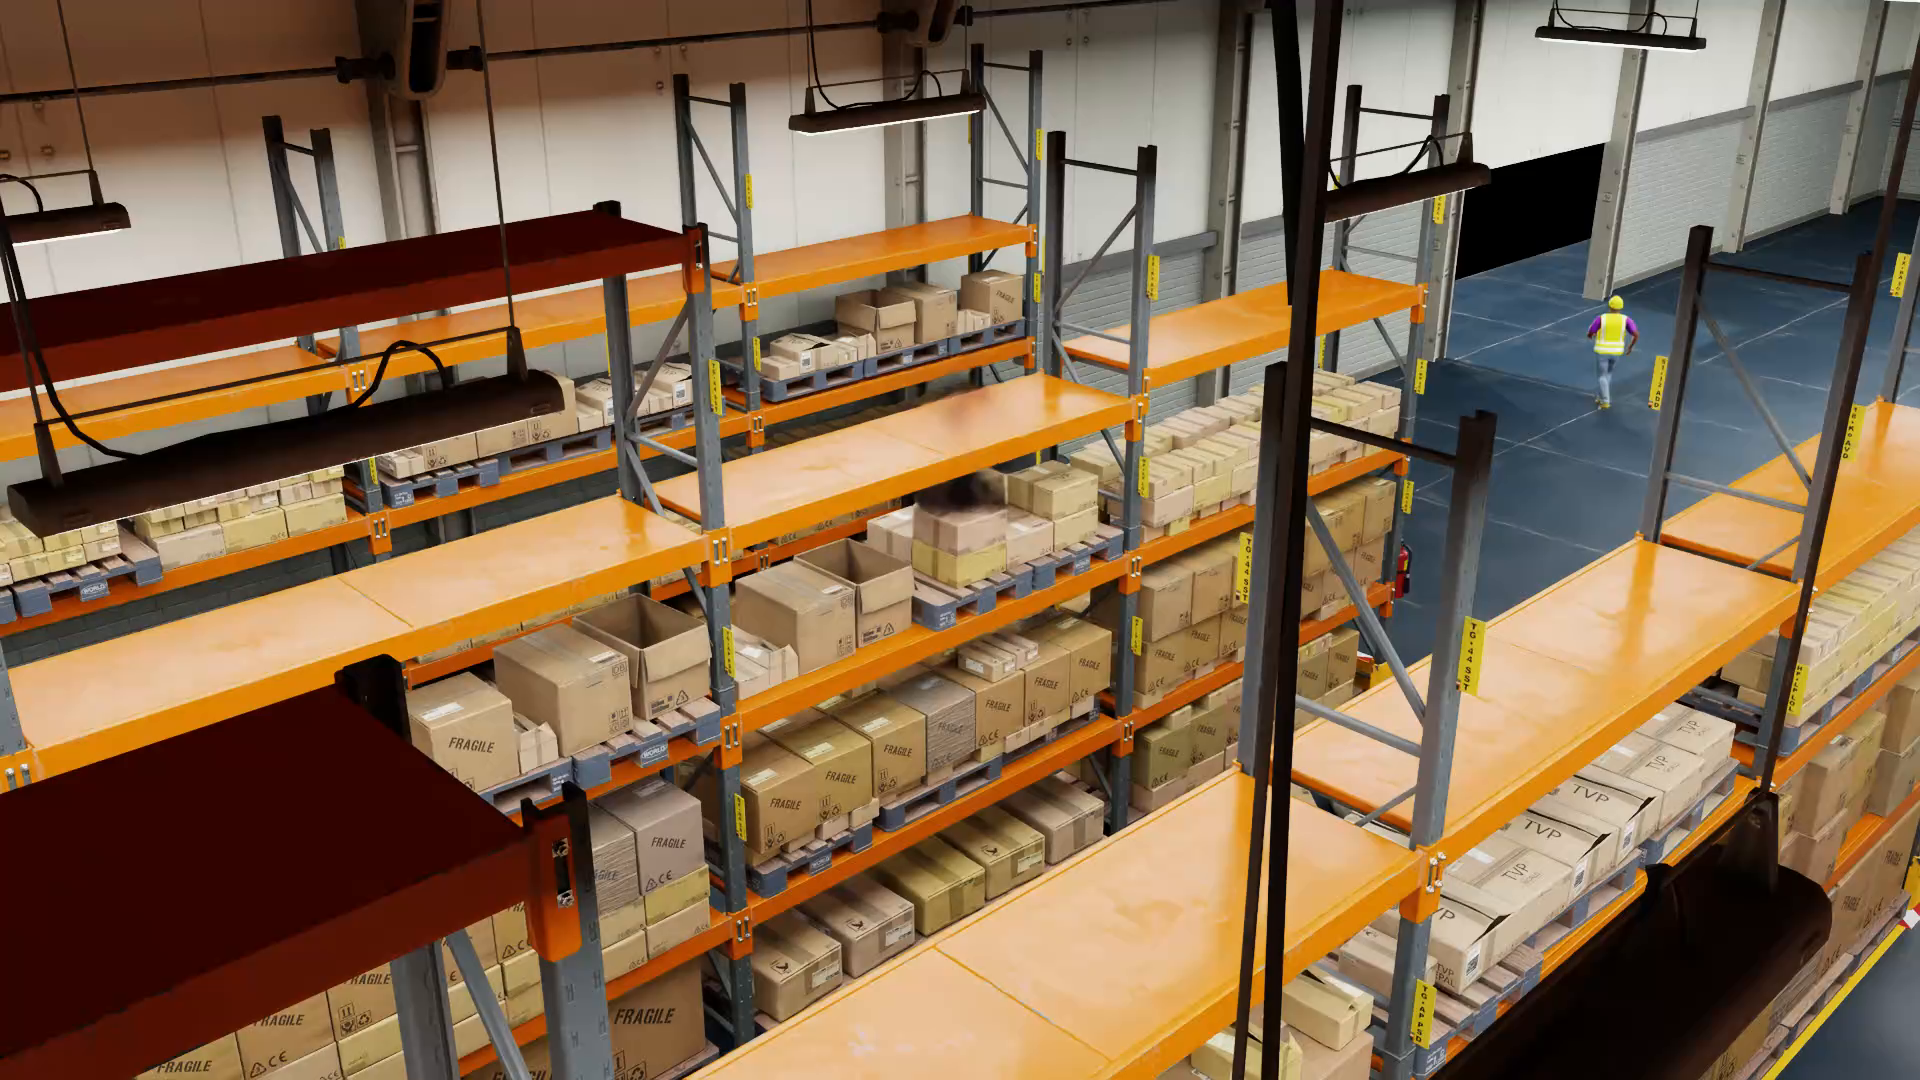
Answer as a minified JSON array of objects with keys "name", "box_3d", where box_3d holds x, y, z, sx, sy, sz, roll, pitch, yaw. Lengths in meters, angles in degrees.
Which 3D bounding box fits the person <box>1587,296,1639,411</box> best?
[{"name":"person","box_3d":[9.888,-2.834,25.390,0.691,1.787,0.895,1,22,2]}]
